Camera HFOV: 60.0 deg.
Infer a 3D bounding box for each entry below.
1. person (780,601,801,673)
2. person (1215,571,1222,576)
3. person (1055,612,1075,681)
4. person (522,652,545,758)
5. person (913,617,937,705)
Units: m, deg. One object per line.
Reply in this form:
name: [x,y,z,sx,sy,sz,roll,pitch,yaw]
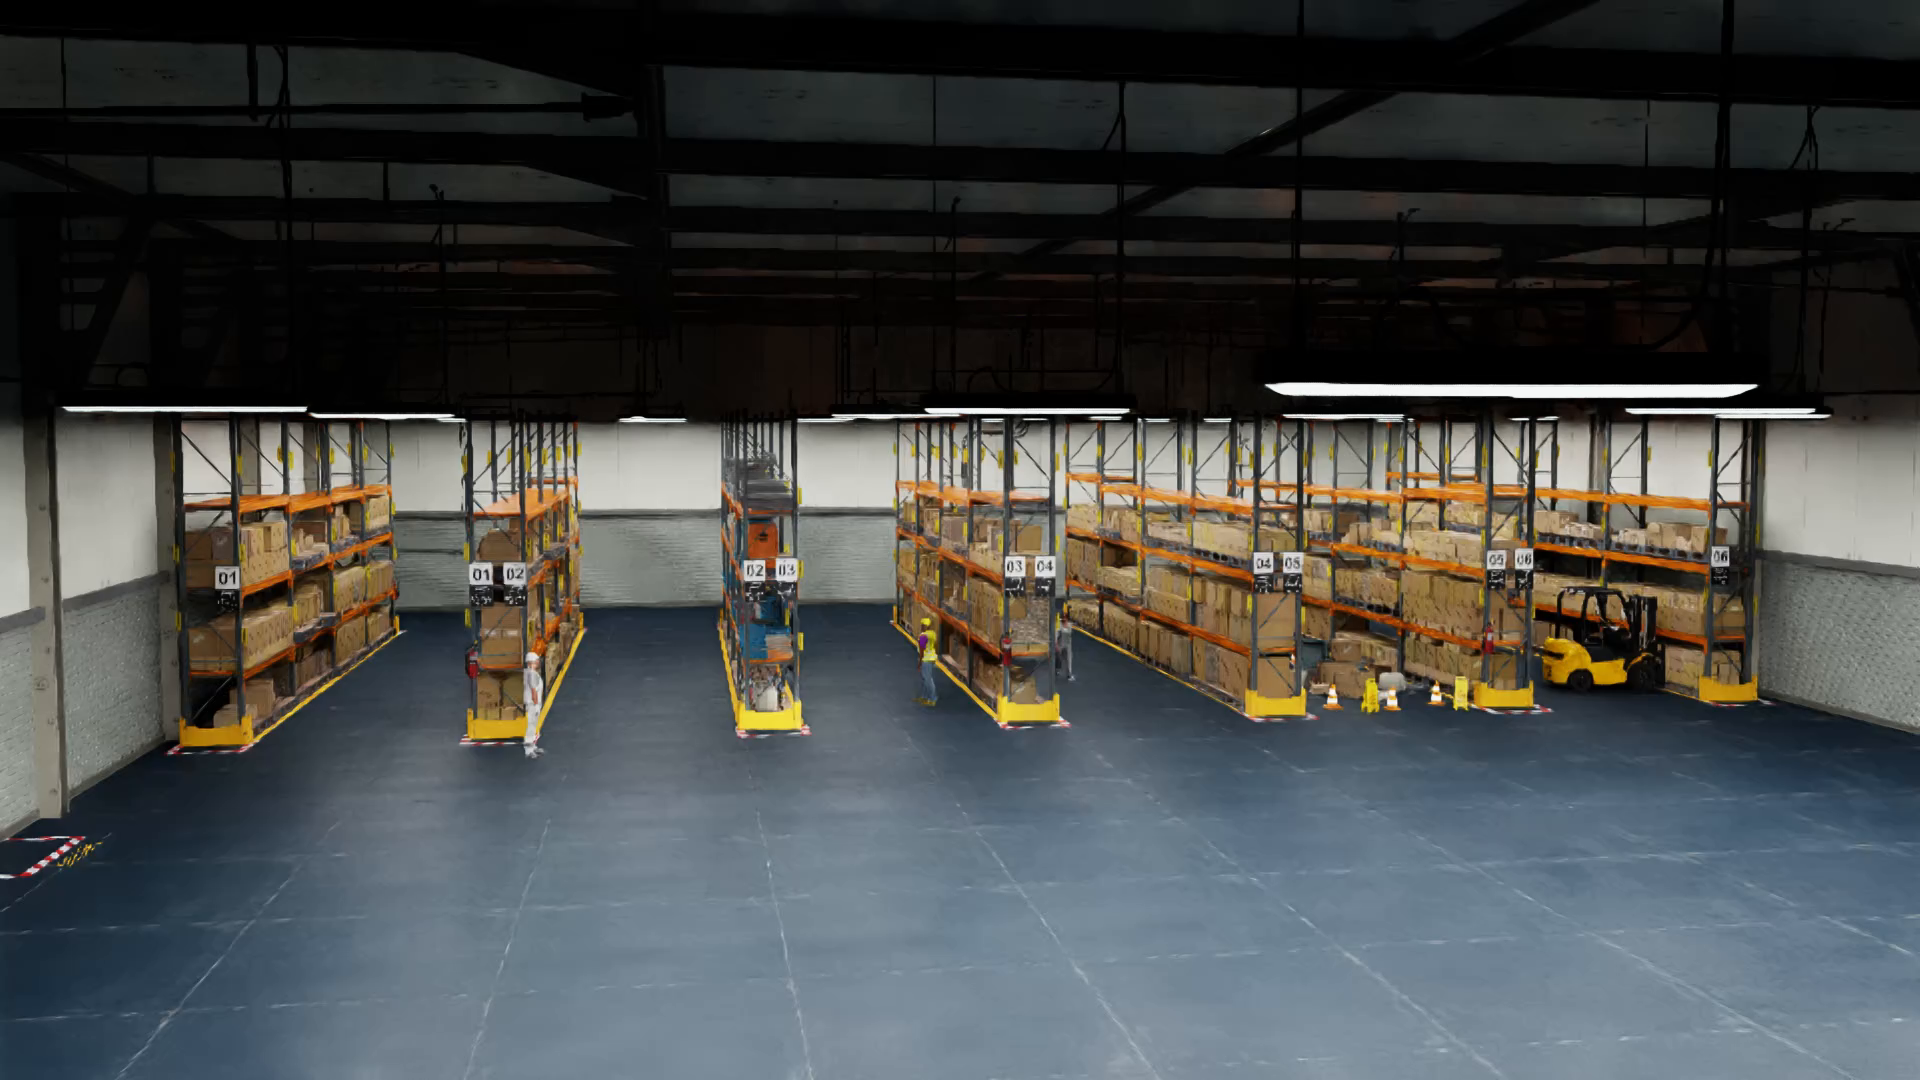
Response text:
person: [-3.937,2.173,38.363,0.390,1.717,0.677,1,4,11]
person: [6.965,1.697,44.694,0.522,1.790,0.653,-3,5,-34]
person: [2.311,2.356,37.201,0.417,1.517,1.037,-1,4,-7]
person: [-7.331,2.814,28.607,0.396,1.782,0.652,-2,4,-23]
person: [-0.716,2.456,33.968,0.580,1.763,0.673,1,4,18]
